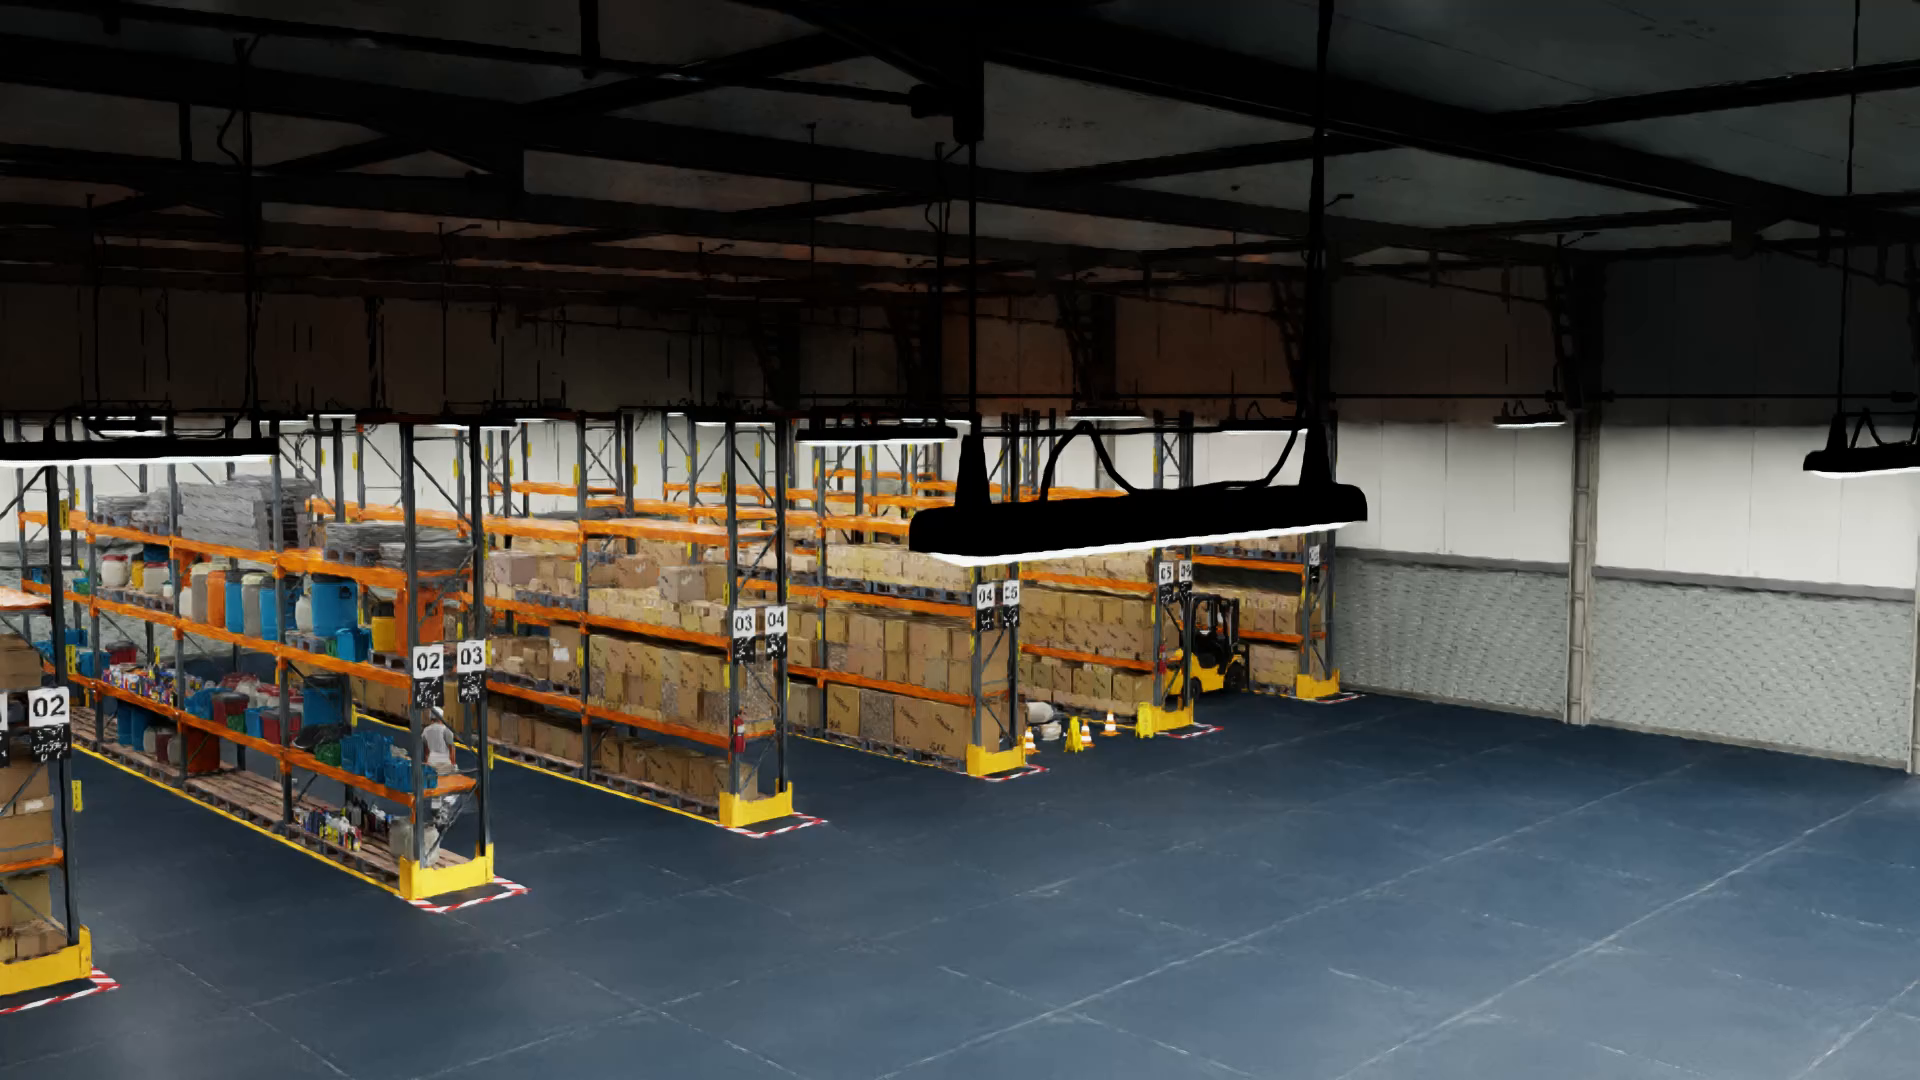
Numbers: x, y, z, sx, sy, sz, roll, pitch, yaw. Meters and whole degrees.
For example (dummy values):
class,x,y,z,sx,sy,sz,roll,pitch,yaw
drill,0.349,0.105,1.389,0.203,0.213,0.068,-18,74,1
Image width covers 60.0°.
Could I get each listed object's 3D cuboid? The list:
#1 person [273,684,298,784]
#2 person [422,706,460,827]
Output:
class,x,y,z,sx,sy,sz,roll,pitch,yaw
person,-10.904,3.156,26.807,0.391,1.676,0.632,-2,5,-20
person,-7.621,3.317,24.422,0.598,1.786,0.425,2,5,19
